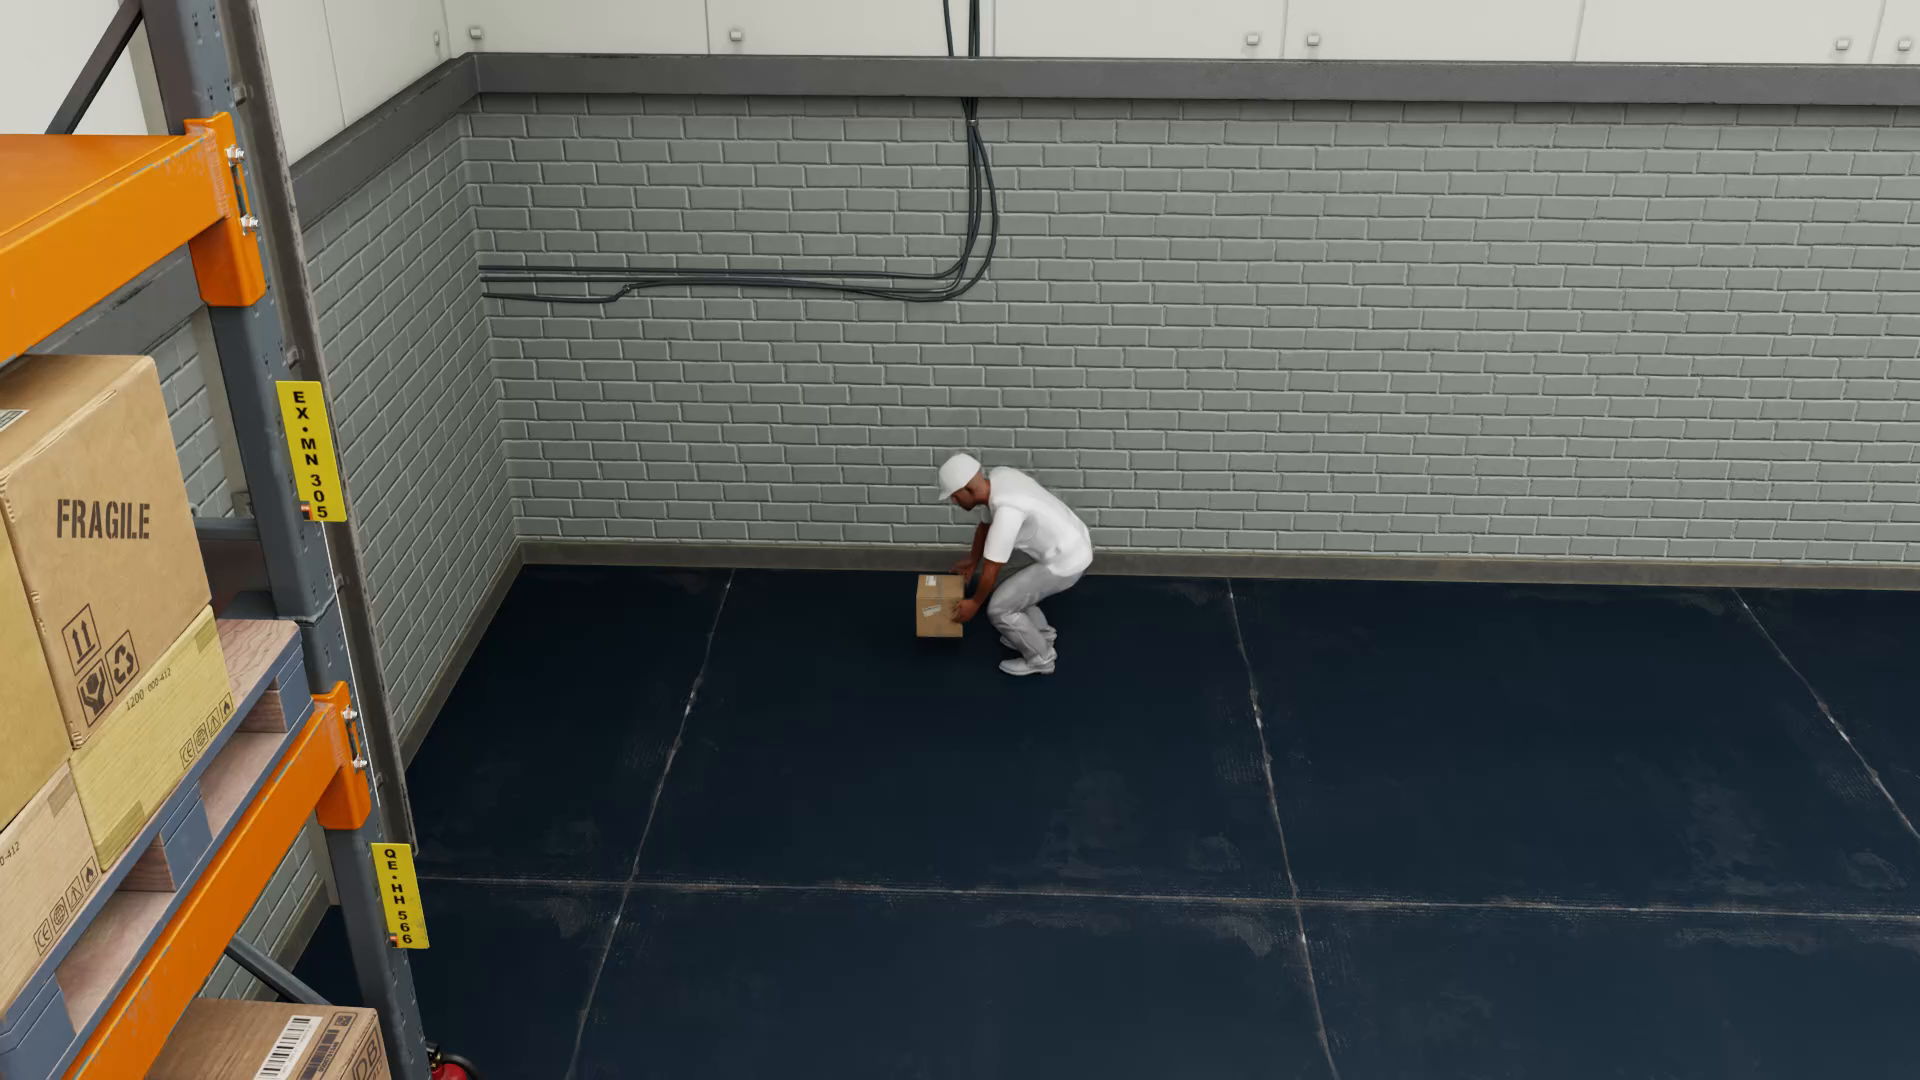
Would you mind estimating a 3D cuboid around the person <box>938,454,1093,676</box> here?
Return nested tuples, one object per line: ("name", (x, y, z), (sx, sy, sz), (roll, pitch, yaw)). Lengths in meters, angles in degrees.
("person", (0.298, 0.119, 8.914), (0.823, 1.260, 0.626), (1, 28, 2))
